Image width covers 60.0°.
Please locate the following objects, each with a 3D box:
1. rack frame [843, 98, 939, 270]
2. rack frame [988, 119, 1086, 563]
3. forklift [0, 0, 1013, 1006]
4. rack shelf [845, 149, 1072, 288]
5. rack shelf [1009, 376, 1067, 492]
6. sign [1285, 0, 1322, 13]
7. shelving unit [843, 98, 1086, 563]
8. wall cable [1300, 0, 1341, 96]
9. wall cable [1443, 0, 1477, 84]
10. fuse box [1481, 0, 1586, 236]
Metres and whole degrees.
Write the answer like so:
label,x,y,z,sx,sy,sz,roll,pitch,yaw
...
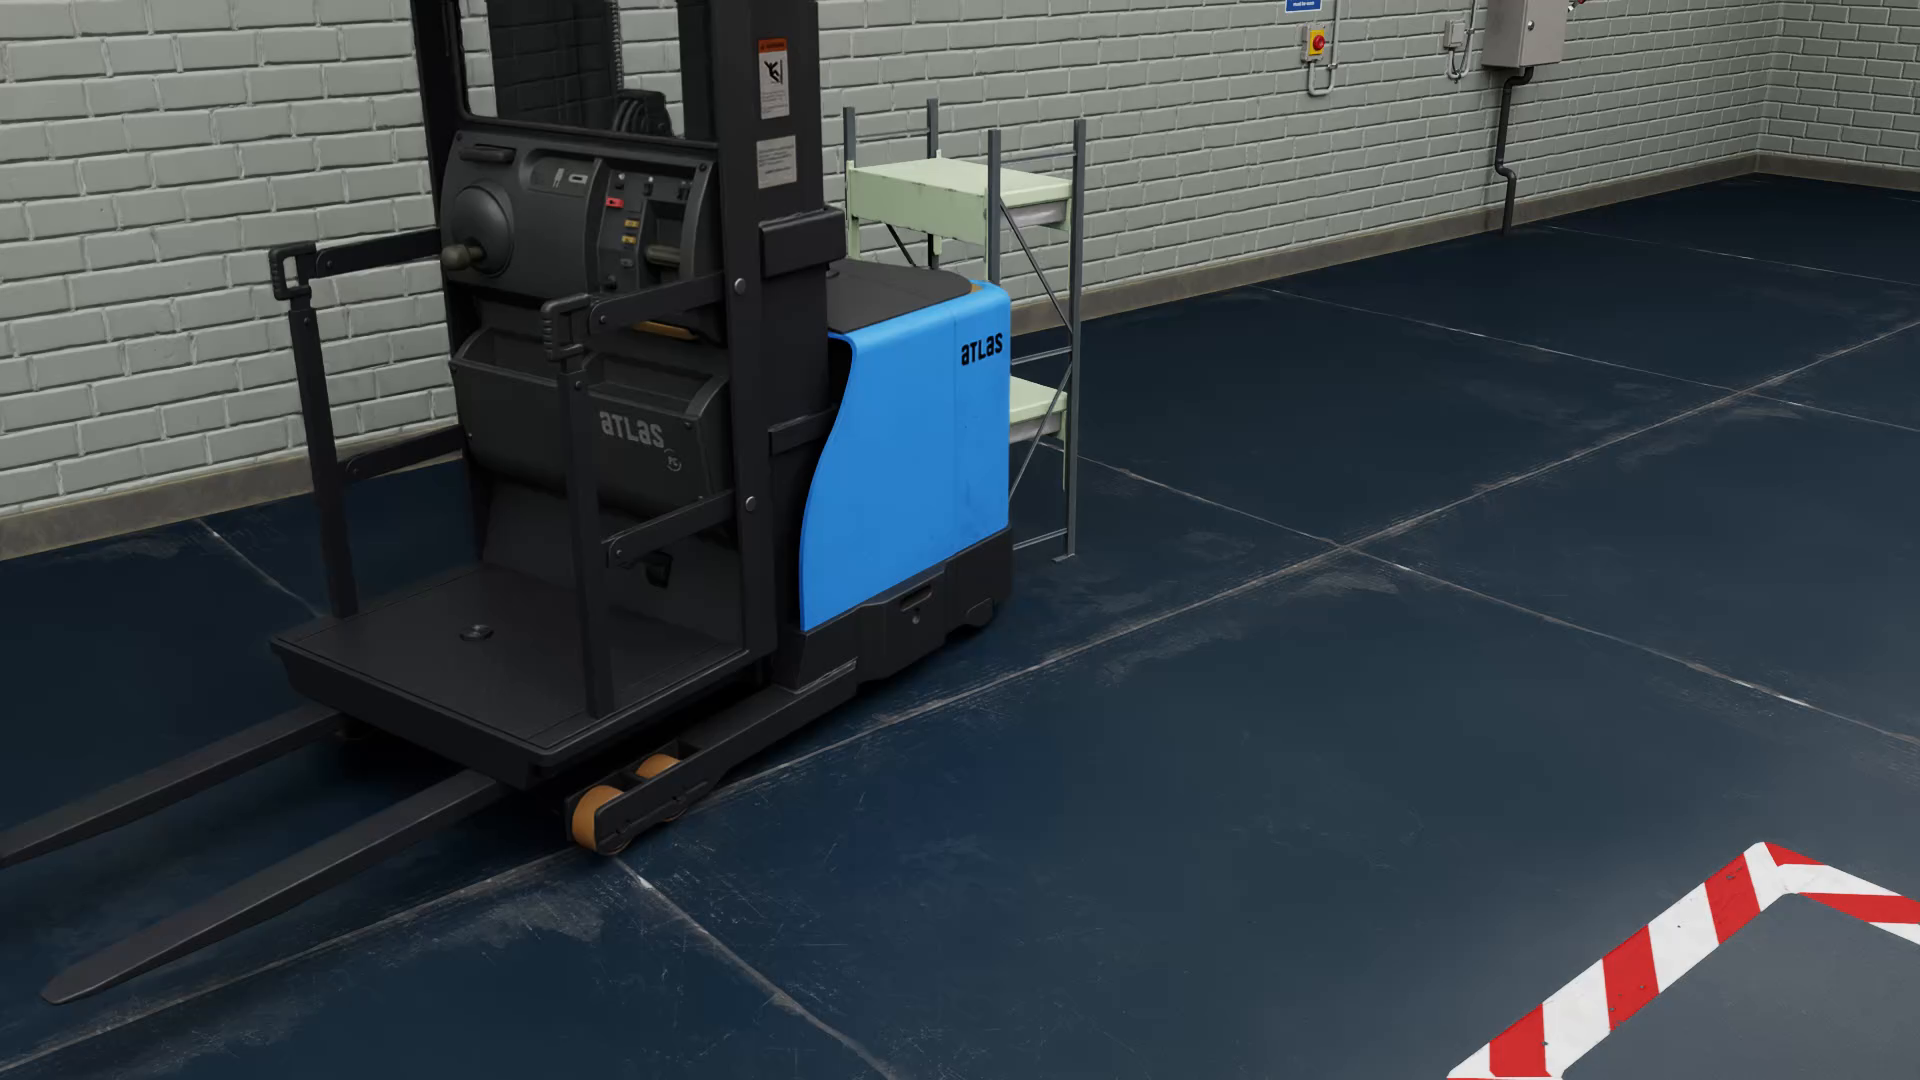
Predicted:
label,x,y,z,sx,sy,sz,roll,pitch,yaw
rack frame,-0.235,-0.798,5.964,0.400,1.500,0.023,-17,27,-37
rack frame,0.243,-0.595,5.448,0.400,1.500,0.023,-17,27,-37
forklift,-1.098,-0.801,4.009,1.130,2.935,3.031,15,26,33
rack shelf,0.004,-1.060,5.563,0.431,0.370,0.720,-17,27,-37
rack shelf,0.004,-0.393,5.825,0.431,0.370,0.720,-17,27,-37
sign,1.967,-3.130,9.493,0.327,0.218,0.001,-17,27,-37
shelving unit,0.004,-0.697,5.706,0.431,1.500,0.755,-17,27,-37
wall cable,2.044,-3.487,9.337,0.585,1.953,0.123,-17,27,-37
wall cable,3.111,-3.813,10.213,0.588,1.984,0.122,-17,27,-37
fuse box,3.731,-2.859,10.937,0.539,1.711,0.414,-17,27,-37
